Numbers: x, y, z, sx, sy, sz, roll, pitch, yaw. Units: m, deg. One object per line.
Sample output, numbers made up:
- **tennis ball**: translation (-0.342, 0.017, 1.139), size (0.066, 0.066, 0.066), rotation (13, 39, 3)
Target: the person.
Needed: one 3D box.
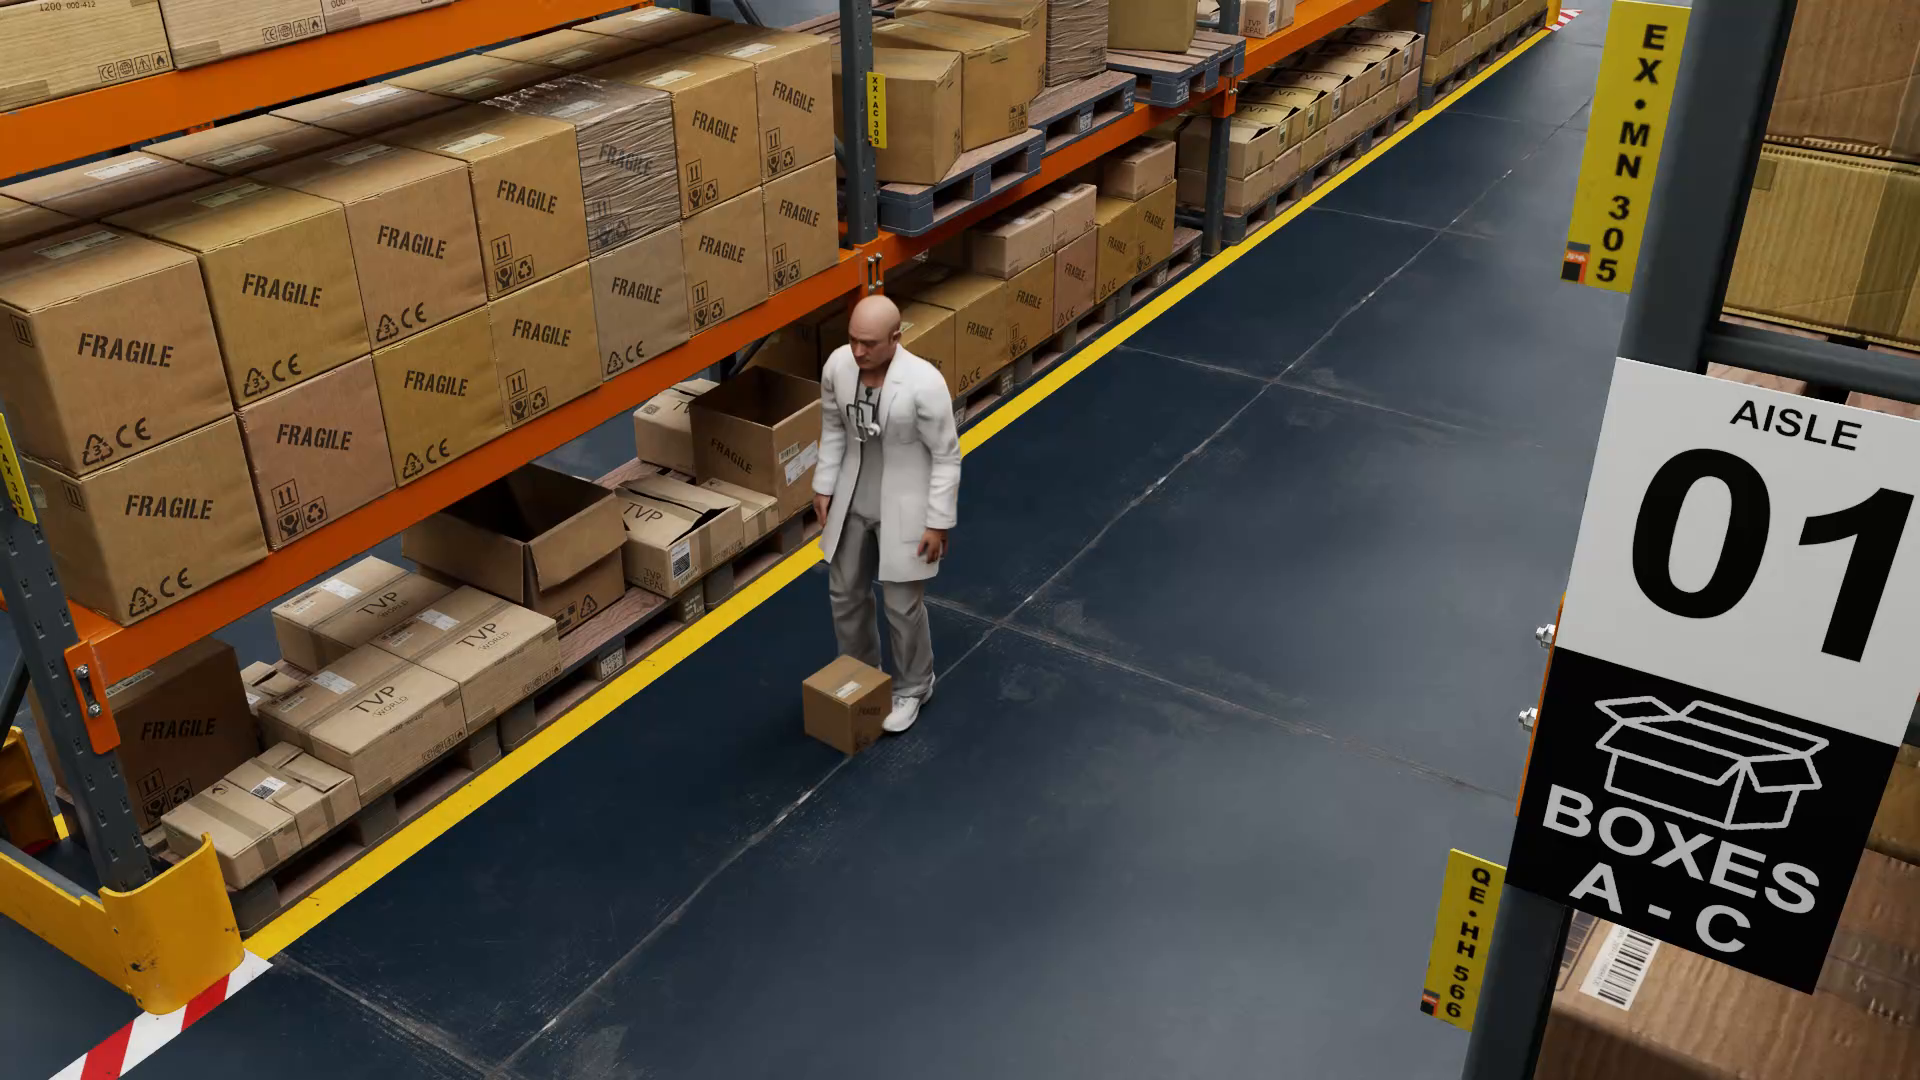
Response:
- **person**: translation (-0.296, -0.115, 6.346), size (0.640, 1.772, 0.428), rotation (18, 35, 28)
